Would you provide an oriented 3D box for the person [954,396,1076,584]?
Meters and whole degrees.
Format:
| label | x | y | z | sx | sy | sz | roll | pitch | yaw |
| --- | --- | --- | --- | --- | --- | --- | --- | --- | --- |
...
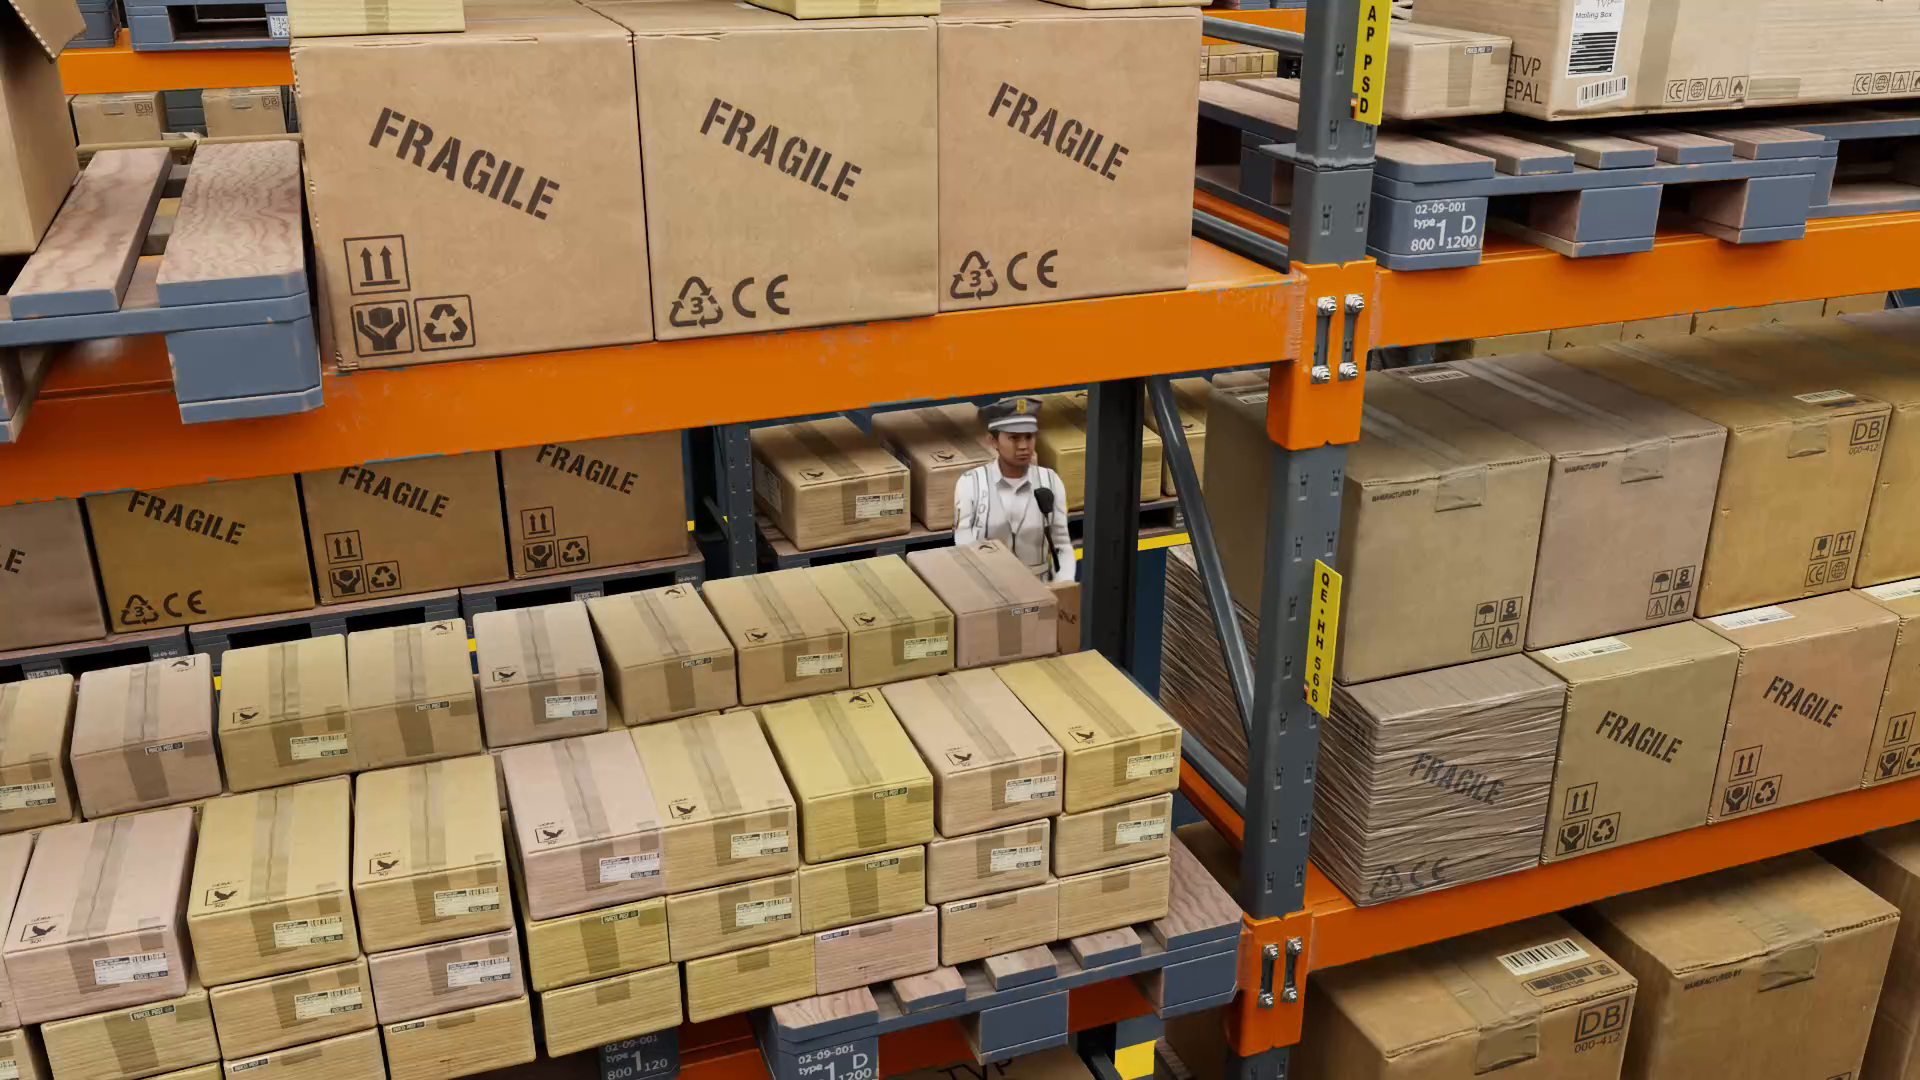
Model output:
| label | x | y | z | sx | sy | sz | roll | pitch | yaw |
| --- | --- | --- | --- | --- | --- | --- | --- | --- | --- |
| person | 0.212 | 0.286 | 6.358 | 0.471 | 1.700 | 0.543 | -4 | 23 | -10 |
